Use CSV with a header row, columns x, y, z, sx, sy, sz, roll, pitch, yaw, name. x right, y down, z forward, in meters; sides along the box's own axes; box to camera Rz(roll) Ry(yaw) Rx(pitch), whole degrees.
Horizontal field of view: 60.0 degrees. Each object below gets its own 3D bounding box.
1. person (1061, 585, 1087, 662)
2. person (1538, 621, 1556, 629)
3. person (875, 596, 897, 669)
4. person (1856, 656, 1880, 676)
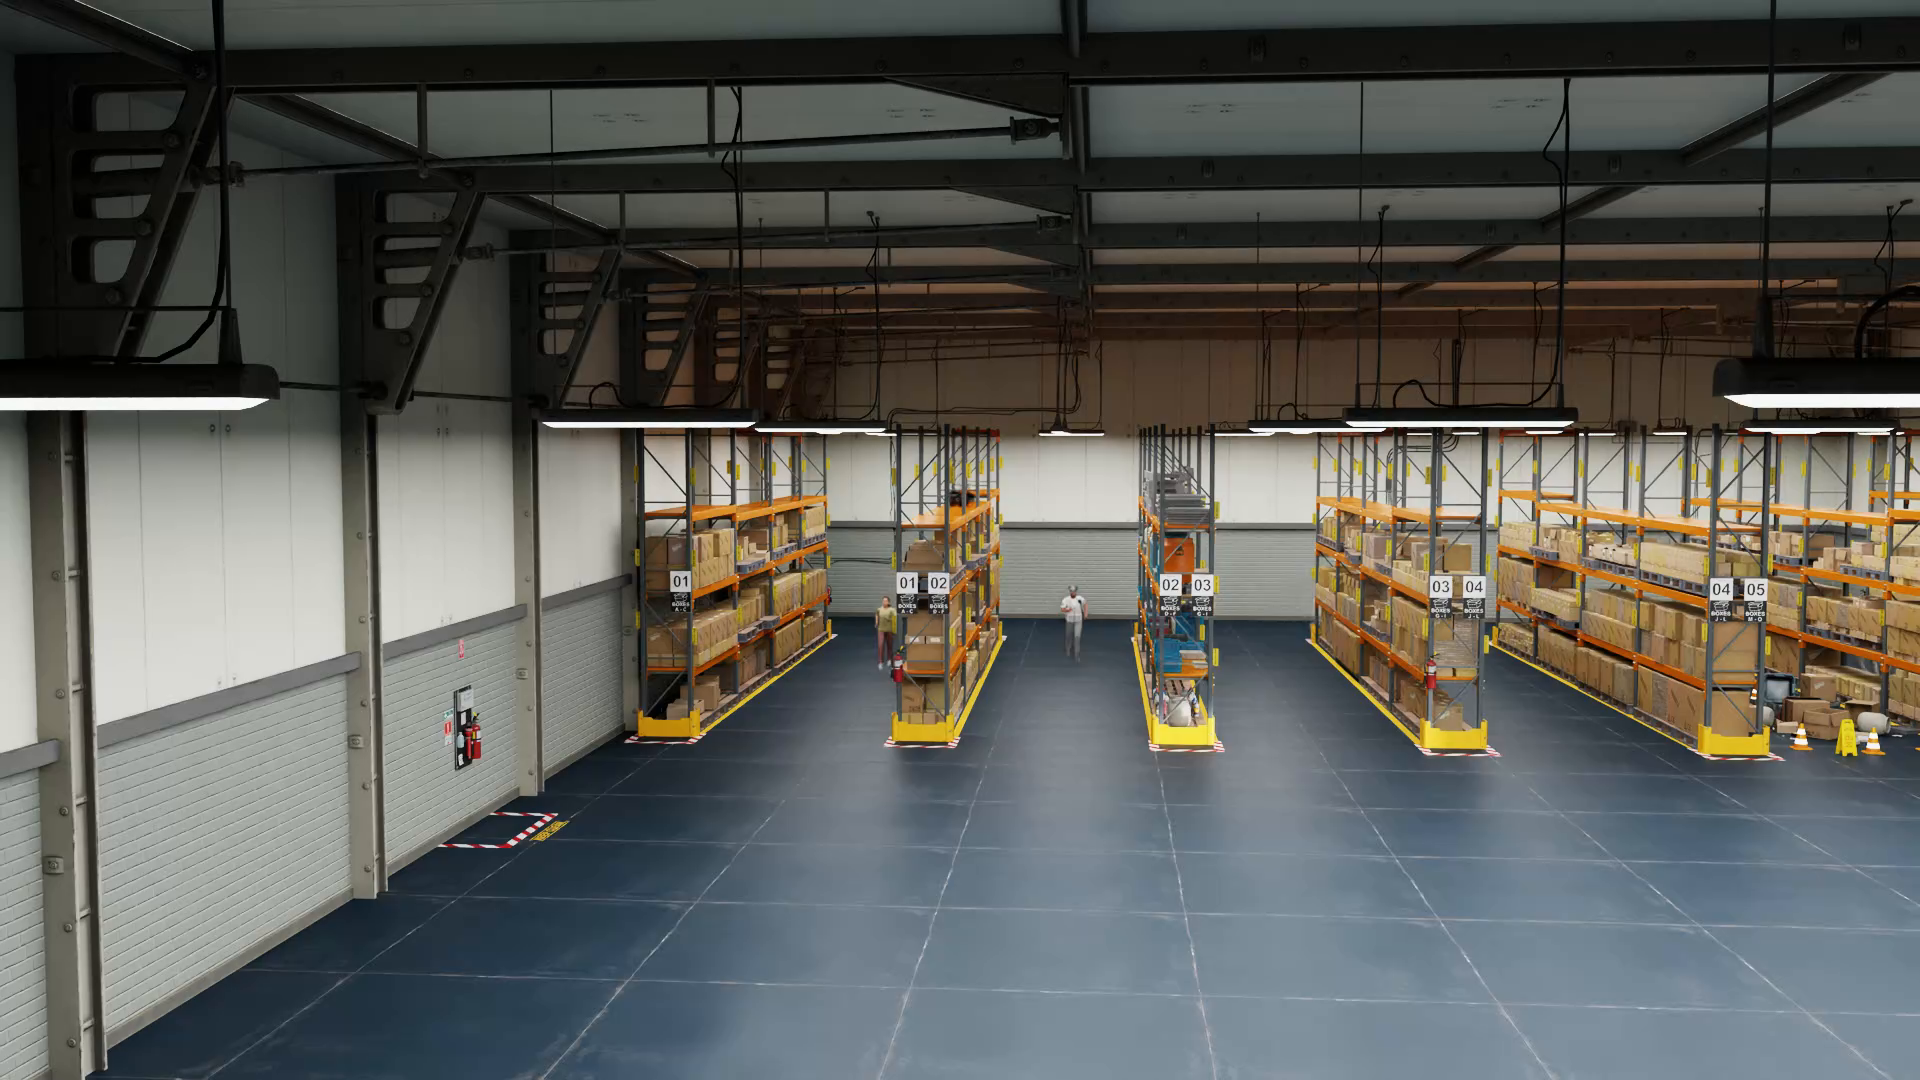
x,y,z,sx,sy,sz,roll,pitch,yaw,name
2.850,2.058,41.556,0.670,1.883,0.880,0,3,3,person
16.439,2.029,47.003,0.653,1.638,0.906,-2,4,-28,person
-1.764,2.180,39.547,0.564,1.692,0.856,0,3,6,person
21.485,2.525,39.403,0.545,1.601,0.817,0,3,6,person
